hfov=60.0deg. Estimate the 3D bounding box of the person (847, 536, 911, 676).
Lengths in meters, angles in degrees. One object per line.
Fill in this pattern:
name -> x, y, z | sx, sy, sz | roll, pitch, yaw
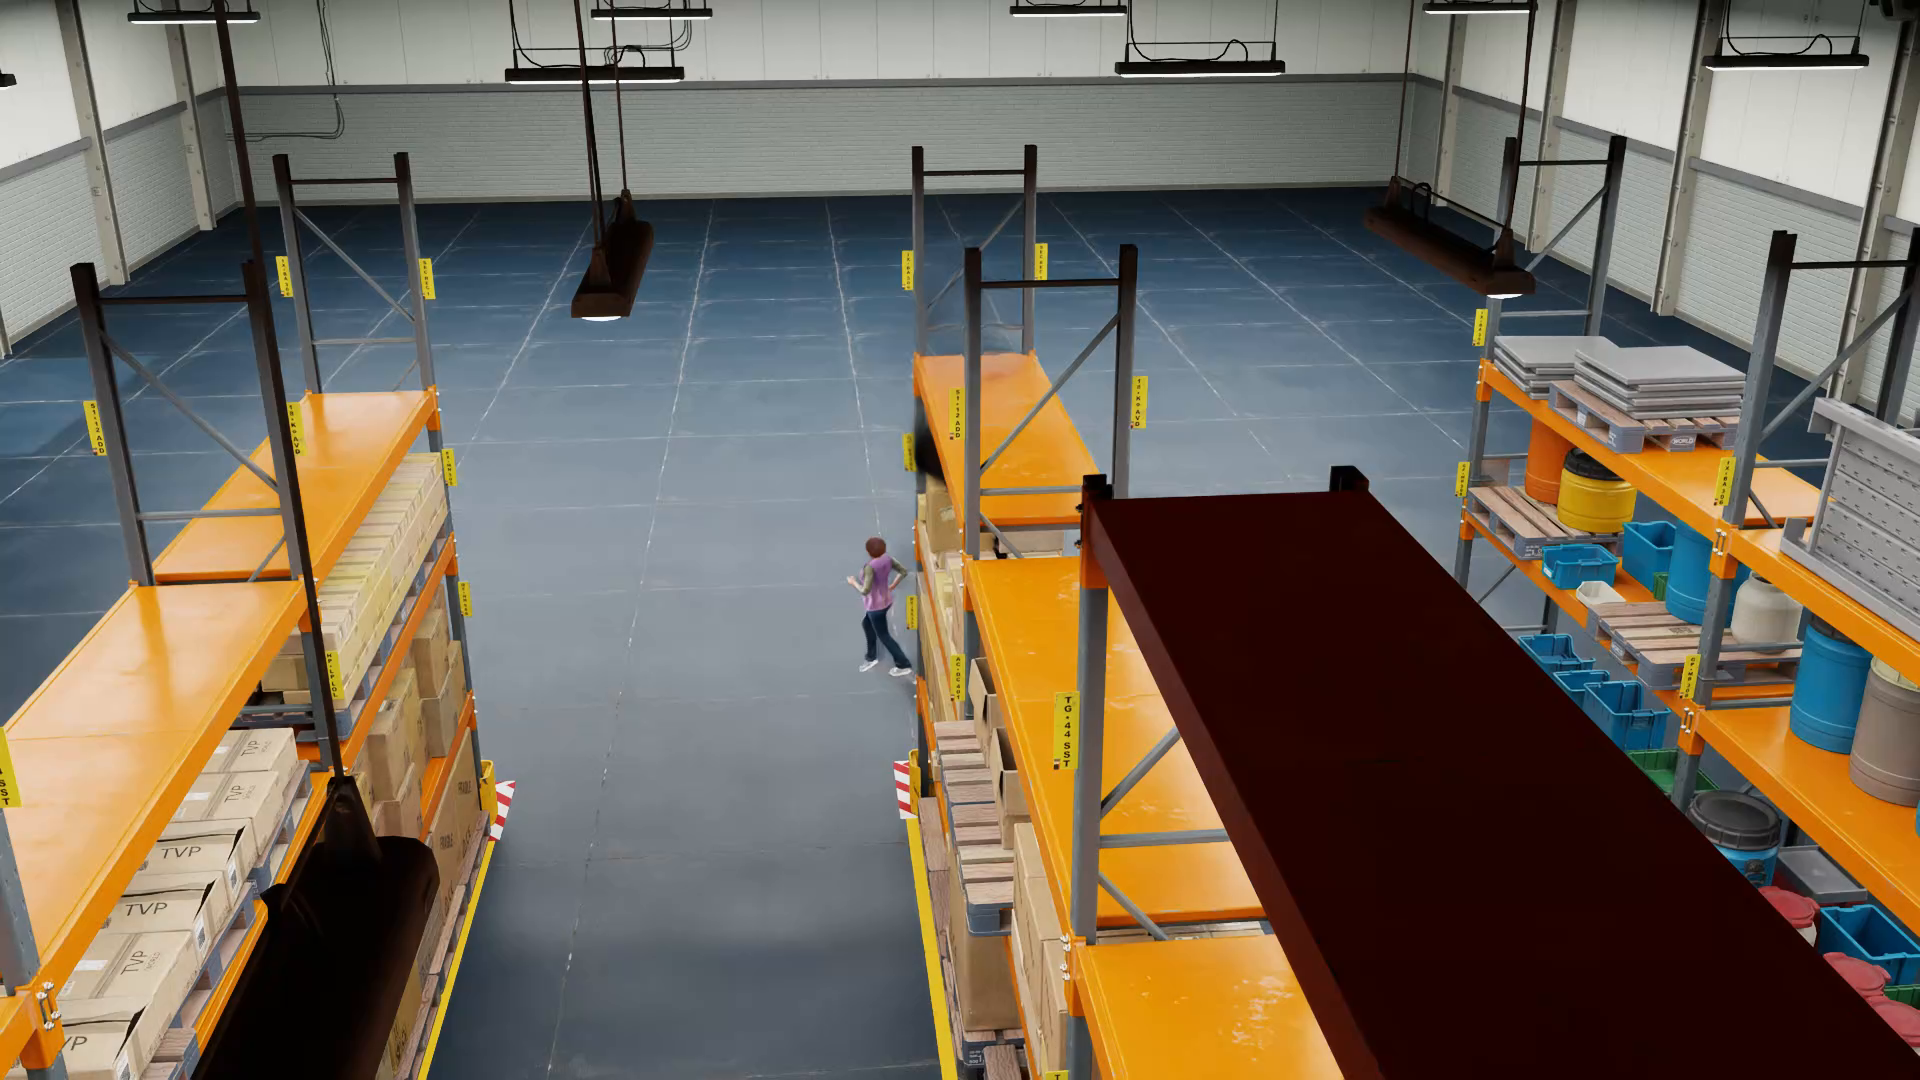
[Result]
person -> -0.846, 0.732, 17.628 | 0.736, 1.647, 0.522 | 9, 23, 22
